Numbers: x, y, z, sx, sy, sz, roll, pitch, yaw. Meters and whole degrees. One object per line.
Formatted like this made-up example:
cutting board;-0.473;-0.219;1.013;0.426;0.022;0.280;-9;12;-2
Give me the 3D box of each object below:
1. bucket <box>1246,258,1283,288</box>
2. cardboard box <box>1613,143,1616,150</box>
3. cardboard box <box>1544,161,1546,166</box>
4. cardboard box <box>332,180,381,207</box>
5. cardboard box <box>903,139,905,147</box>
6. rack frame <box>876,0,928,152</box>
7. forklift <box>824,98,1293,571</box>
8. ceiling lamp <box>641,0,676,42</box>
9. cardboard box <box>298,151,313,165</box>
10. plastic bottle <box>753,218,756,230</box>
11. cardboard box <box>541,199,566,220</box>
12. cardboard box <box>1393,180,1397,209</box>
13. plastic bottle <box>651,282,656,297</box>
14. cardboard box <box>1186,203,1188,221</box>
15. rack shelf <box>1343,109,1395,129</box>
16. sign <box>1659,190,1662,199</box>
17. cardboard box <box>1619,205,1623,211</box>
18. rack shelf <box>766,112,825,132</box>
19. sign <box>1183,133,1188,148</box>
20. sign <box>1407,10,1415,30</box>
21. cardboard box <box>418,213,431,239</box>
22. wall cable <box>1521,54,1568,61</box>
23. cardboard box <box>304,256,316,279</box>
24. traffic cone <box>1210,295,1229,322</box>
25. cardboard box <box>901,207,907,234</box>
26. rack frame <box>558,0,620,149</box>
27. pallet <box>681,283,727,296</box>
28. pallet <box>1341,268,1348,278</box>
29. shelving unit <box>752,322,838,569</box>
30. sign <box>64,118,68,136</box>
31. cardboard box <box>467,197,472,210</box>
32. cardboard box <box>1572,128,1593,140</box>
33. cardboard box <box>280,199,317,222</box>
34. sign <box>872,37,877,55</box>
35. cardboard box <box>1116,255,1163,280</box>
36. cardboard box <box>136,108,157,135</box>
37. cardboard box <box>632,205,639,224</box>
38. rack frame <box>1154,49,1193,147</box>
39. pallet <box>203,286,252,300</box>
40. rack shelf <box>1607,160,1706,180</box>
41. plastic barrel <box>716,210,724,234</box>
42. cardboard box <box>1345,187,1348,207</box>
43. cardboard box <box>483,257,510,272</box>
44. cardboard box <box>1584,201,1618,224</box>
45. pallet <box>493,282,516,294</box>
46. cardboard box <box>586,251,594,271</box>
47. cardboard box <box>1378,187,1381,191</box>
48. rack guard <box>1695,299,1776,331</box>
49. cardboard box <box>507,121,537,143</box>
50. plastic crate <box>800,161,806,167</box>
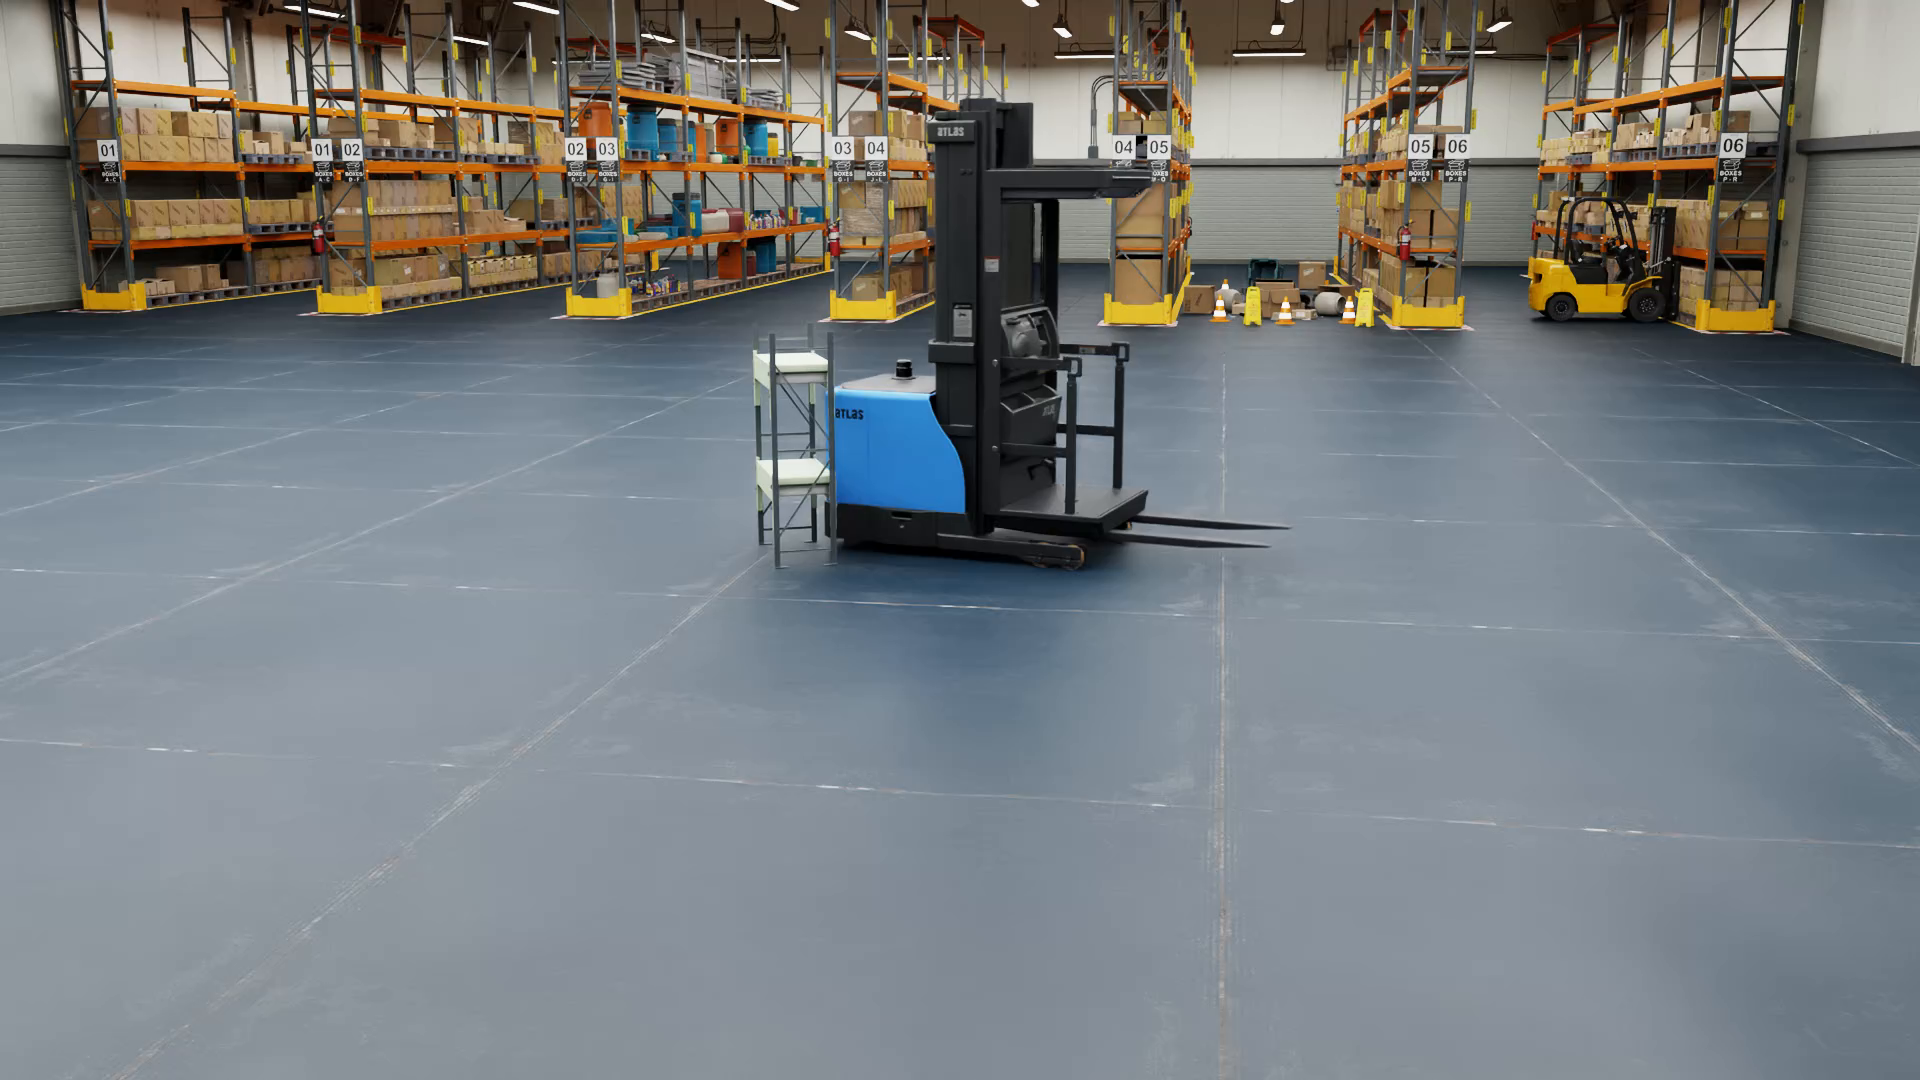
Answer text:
bucket;5.994;-5.155;32.456;0.726;0.611;0.620;7;4;28
cardboard box;13.810;-8.192;34.587;0.380;0.166;0.250;2;12;9
cardboard box;15.116;-9.599;42.389;0.380;0.149;0.250;2;12;10
cardboard box;-11.459;-6.577;31.575;0.700;0.500;0.500;2;12;9
cardboard box;-1.239;-7.480;31.373;0.380;0.149;0.250;1;12;7
rack frame;-1.148;-9.230;32.961;1.000;3.000;0.127;2;12;9
forklift;0.647;-1.364;10.863;3.031;2.935;1.130;5;13;22
ceiling lamp;-7.165;-13.808;40.350;0.800;3.185;2.000;2;12;9
cardboard box;-15.060;-8.885;38.646;0.500;0.311;0.500;2;12;9
plastic bottle;-4.869;-7.484;39.375;0.061;0.283;0.133;2;12;9
cardboard box;-10.006;-8.025;40.375;0.700;0.500;0.500;4;13;19
cardboard box;7.977;-6.045;29.106;0.700;0.500;0.500;2;12;9
plastic bottle;-6.018;-4.926;32.634;0.061;0.283;0.133;2;12;10
cardboard box;5.475;-8.277;41.836;0.500;0.500;0.500;2;12;7
rack shelf;10.182;-10.443;41.248;1.077;0.370;4.000;2;12;9
sign;14.713;-7.197;35.022;0.100;0.325;0.005;2;12;9
cardboard box;13.742;-6.793;34.117;0.380;0.149;0.250;2;12;9
rack shelf;-4.505;-10.925;43.483;1.077;0.370;4.000;2;12;9
sign;4.899;-8.686;36.143;0.100;0.325;0.005;2;12;9
sign;7.483;-8.632;27.595;0.100;0.325;0.005;2;12;9
cardboard box;-11.154;-6.361;33.651;0.700;0.500;0.500;2;12;9
wall cable;17.527;-15.099;46.993;2.988;3.039;0.133;2;12;9
cardboard box;-15.470;-6.349;38.724;0.700;0.500;0.500;2;12;9
traffic cone;4.607;-4.107;29.453;0.336;0.463;0.334;2;12;9
cardboard box;-1.486;-6.087;31.673;0.875;0.500;0.500;2;12;9
rack frame;-6.658;-8.558;29.842;1.000;3.000;0.127;2;12;9
pallet;-5.775;-5.514;36.578;1.003;0.211;1.213;2;12;9
pallet;10.444;-6.942;43.204;1.003;0.211;1.213;2;12;9
shelving unit;-1.085;-0.637;10.887;0.431;1.500;0.755;-3;13;-14
sign;-16.992;-7.867;31.657;0.100;0.325;0.005;2;12;9
cardboard box;-14.156;-9.165;46.188;0.980;0.700;0.700;2;12;8
cardboard box;14.388;-9.376;38.430;0.396;0.266;0.258;2;12;8
cardboard box;-15.338;-7.660;38.635;0.700;0.500;0.500;1;12;3
sign;-1.698;-9.781;32.924;0.100;0.325;0.005;2;12;9
cardboard box;3.294;-4.776;30.581;0.875;0.875;0.875;2;12;8
cardboard box;-16.021;-8.135;32.342;0.500;0.500;0.500;2;12;8
cardboard box;-9.049;-8.852;45.210;0.500;0.500;0.500;2;12;9
rack frame;5.582;-11.546;43.709;1.000;3.000;0.127;2;12;9
pallet;-15.900;-5.275;35.467;1.003;0.211;1.213;2;12;9
rack shelf;13.856;-7.347;33.052;1.077;0.370;4.000;2;12;9
plastic barrel;-5.439;-7.036;36.757;0.421;0.512;0.421;0;12;0
cardboard box;9.829;-8.498;41.194;0.500;0.500;0.500;2;12;9
cardboard box;-10.391;-6.152;37.119;0.500;0.311;0.500;2;12;10
cardboard box;14.232;-7.250;36.774;0.797;0.503;0.637;2;12;7
pallet;-10.676;-5.665;37.279;1.003;0.211;1.213;2;12;9
cardboard box;-9.583;-7.063;42.034;0.500;0.500;0.500;2;12;9
cardboard box;8.604;-6.998;33.365;0.380;0.149;0.250;1;12;6
rack guard;12.930;-3.756;27.737;1.175;0.500;0.348;2;12;9
cardboard box;-10.248;-9.546;38.938;0.500;0.500;0.500;2;12;9
plastic crate;-4.270;-9.855;43.607;0.437;0.136;0.530;2;12;9
